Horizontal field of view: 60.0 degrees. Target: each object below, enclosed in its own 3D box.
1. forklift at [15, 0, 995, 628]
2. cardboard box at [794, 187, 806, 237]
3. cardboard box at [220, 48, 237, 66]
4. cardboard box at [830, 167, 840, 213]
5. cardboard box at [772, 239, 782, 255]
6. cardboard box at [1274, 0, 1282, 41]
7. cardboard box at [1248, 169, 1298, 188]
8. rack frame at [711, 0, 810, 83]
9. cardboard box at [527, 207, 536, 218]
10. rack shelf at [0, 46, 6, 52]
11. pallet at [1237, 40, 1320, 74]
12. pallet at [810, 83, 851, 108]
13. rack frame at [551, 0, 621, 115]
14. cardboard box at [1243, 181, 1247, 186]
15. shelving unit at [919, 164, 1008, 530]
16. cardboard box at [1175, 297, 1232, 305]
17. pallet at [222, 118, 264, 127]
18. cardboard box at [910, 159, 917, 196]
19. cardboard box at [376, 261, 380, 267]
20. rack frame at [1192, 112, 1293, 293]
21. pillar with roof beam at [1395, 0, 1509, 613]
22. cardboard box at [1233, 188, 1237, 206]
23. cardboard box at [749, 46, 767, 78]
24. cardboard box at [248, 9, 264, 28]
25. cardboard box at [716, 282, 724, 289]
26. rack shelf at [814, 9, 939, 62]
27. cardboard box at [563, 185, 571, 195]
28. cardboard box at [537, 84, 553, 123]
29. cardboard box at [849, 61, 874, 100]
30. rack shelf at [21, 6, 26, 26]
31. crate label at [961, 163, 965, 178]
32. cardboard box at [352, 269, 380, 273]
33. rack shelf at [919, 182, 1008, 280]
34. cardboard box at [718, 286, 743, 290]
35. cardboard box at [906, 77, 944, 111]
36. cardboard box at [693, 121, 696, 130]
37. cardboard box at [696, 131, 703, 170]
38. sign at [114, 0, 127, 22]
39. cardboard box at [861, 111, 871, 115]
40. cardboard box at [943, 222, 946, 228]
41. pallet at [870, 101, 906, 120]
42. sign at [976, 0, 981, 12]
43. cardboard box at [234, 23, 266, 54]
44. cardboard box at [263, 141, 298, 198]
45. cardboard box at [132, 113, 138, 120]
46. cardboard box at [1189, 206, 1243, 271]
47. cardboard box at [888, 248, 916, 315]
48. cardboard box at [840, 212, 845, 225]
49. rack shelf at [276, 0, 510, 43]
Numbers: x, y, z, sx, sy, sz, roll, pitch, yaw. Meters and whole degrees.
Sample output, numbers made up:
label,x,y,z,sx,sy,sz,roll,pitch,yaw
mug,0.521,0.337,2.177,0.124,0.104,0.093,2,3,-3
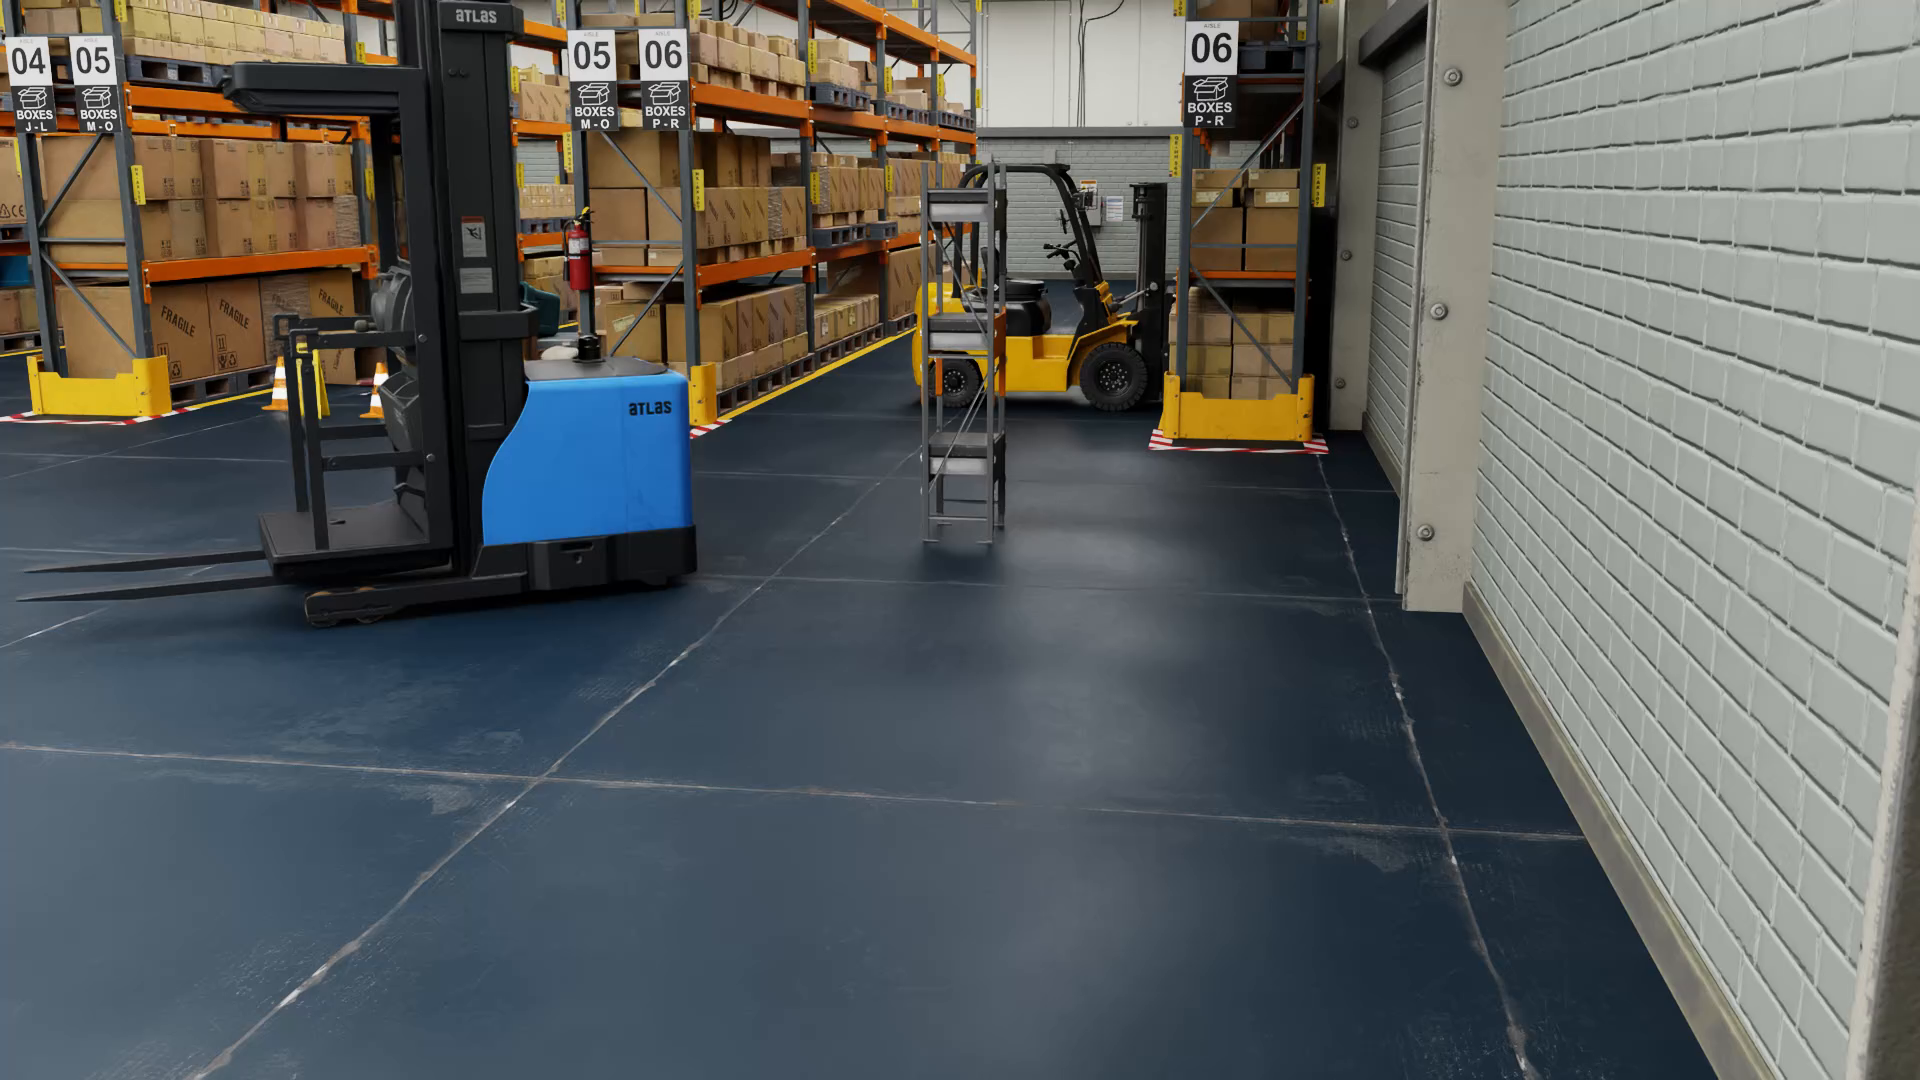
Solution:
label,x,y,z,sx,sy,sz,roll,pitch,yaw
forklift,-2.089,-1.239,8.285,4.810,2.935,1.130,-6,13,-25
cardboard box,-1.889,-3.387,17.145,0.500,0.500,0.500,2,12,7
cardboard box,-7.024,-4.521,15.594,0.380,0.149,0.250,2,12,8
cardboard box,-1.634,-3.885,18.461,0.500,0.500,0.500,2,12,9
cardboard box,-1.967,-2.882,16.342,0.380,0.149,0.250,2,12,8
cardboard box,2.435,-4.502,14.663,0.797,0.503,0.637,2,12,10
cardboard box,2.487,-2.875,13.229,0.380,0.149,0.250,2,12,8
rack frame,-2.066,-6.226,17.021,1.000,3.000,0.127,2,12,9
cardboard box,-6.048,-4.490,22.807,0.380,0.149,0.250,2,12,11
rack shelf,-15.830,-7.409,25.169,1.077,0.370,4.000,2,12,9
pallet,2.358,-3.870,13.419,1.003,0.211,1.213,2,12,9
pallet,-1.866,-4.793,17.938,1.213,0.211,1.003,2,12,9
rack frame,-5.743,-8.030,25.395,1.000,3.000,0.127,2,12,9
cardboard box,3.688,-4.322,21.193,0.500,0.500,0.500,2,12,11
shelving unit,0.026,-1.061,9.434,0.431,2.100,0.499,2,12,9
cardboard box,2.212,-2.073,15.150,0.500,0.250,0.500,2,12,8
pallet,-11.027,-6.189,24.422,1.003,0.211,1.213,2,12,11
cardboard box,-0.891,-5.074,23.306,0.500,0.500,0.500,2,12,10
cardboard box,-10.309,-4.768,28.545,0.875,0.875,0.875,2,12,9
rack frame,2.839,-3.133,16.911,1.000,3.000,0.127,2,12,9
pillar with roof beam,-1.955,-4.239,7.804,9.100,9.000,0.400,2,12,9
cardboard box,2.111,-2.854,13.838,0.380,0.149,0.250,2,12,10
cardboard box,-2.101,-4.414,15.383,0.500,0.250,0.500,2,12,10
cardboard box,-6.947,-5.017,16.004,0.380,0.149,0.250,2,12,9
cardboard box,-2.579,-2.593,16.614,0.380,0.149,0.250,2,12,11
rack shelf,-1.143,-6.927,22.935,1.077,0.370,4.000,2,12,9
cardboard box,-5.853,-5.054,24.011,0.380,0.149,0.250,2,12,8
cardboard box,-5.937,-5.995,22.833,0.500,0.500,0.500,2,12,9
cardboard box,-1.542,-5.931,21.533,0.797,0.503,0.637,1,12,5
rack shelf,-11.551,-6.416,20.561,1.077,0.370,4.000,2,12,9
crate label,-2.813,-4.045,22.805,10.513,2.300,6.789,-7,14,-30
cardboard box,-6.814,-2.871,20.037,1.050,0.750,0.750,2,12,9
rack shelf,0.025,-1.732,9.287,0.431,0.518,0.480,2,12,9
cardboard box,-2.494,-2.295,16.772,0.500,0.500,0.500,2,12,11
cardboard box,-0.538,-6.843,25.536,0.500,0.500,0.500,2,12,10
cardboard box,-4.936,-7.220,29.112,0.500,0.250,0.500,2,12,7
cardboard box,-2.757,-3.471,15.165,0.700,0.500,0.500,2,12,8
sign,-7.041,-4.513,13.931,0.100,0.325,0.005,2,12,9
cardboard box,-1.322,-5.345,20.650,0.380,0.149,0.250,2,12,9
cardboard box,-0.505,-5.096,25.784,0.500,0.500,0.500,2,12,11
pallet,-1.404,-5.635,21.851,1.213,0.211,1.003,2,12,11
sign,0.313,-9.198,28.410,0.100,0.325,0.005,2,12,9
cardboard box,-7.028,-4.800,15.940,0.500,0.250,0.500,2,12,8
cardboard box,-7.252,-3.732,16.770,0.875,0.550,0.550,2,12,9
cardboard box,-11.137,-5.629,21.729,0.500,0.250,0.500,2,12,8
cardboard box,2.040,-2.460,13.551,0.500,0.500,0.500,2,12,7
cardboard box,-1.121,-3.619,23.212,0.875,0.875,0.875,2,12,9
cardboard box,-1.533,-3.697,19.128,0.380,0.149,0.250,2,12,9
rack shelf,-6.665,-6.234,19.718,1.077,0.370,4.000,2,12,9
